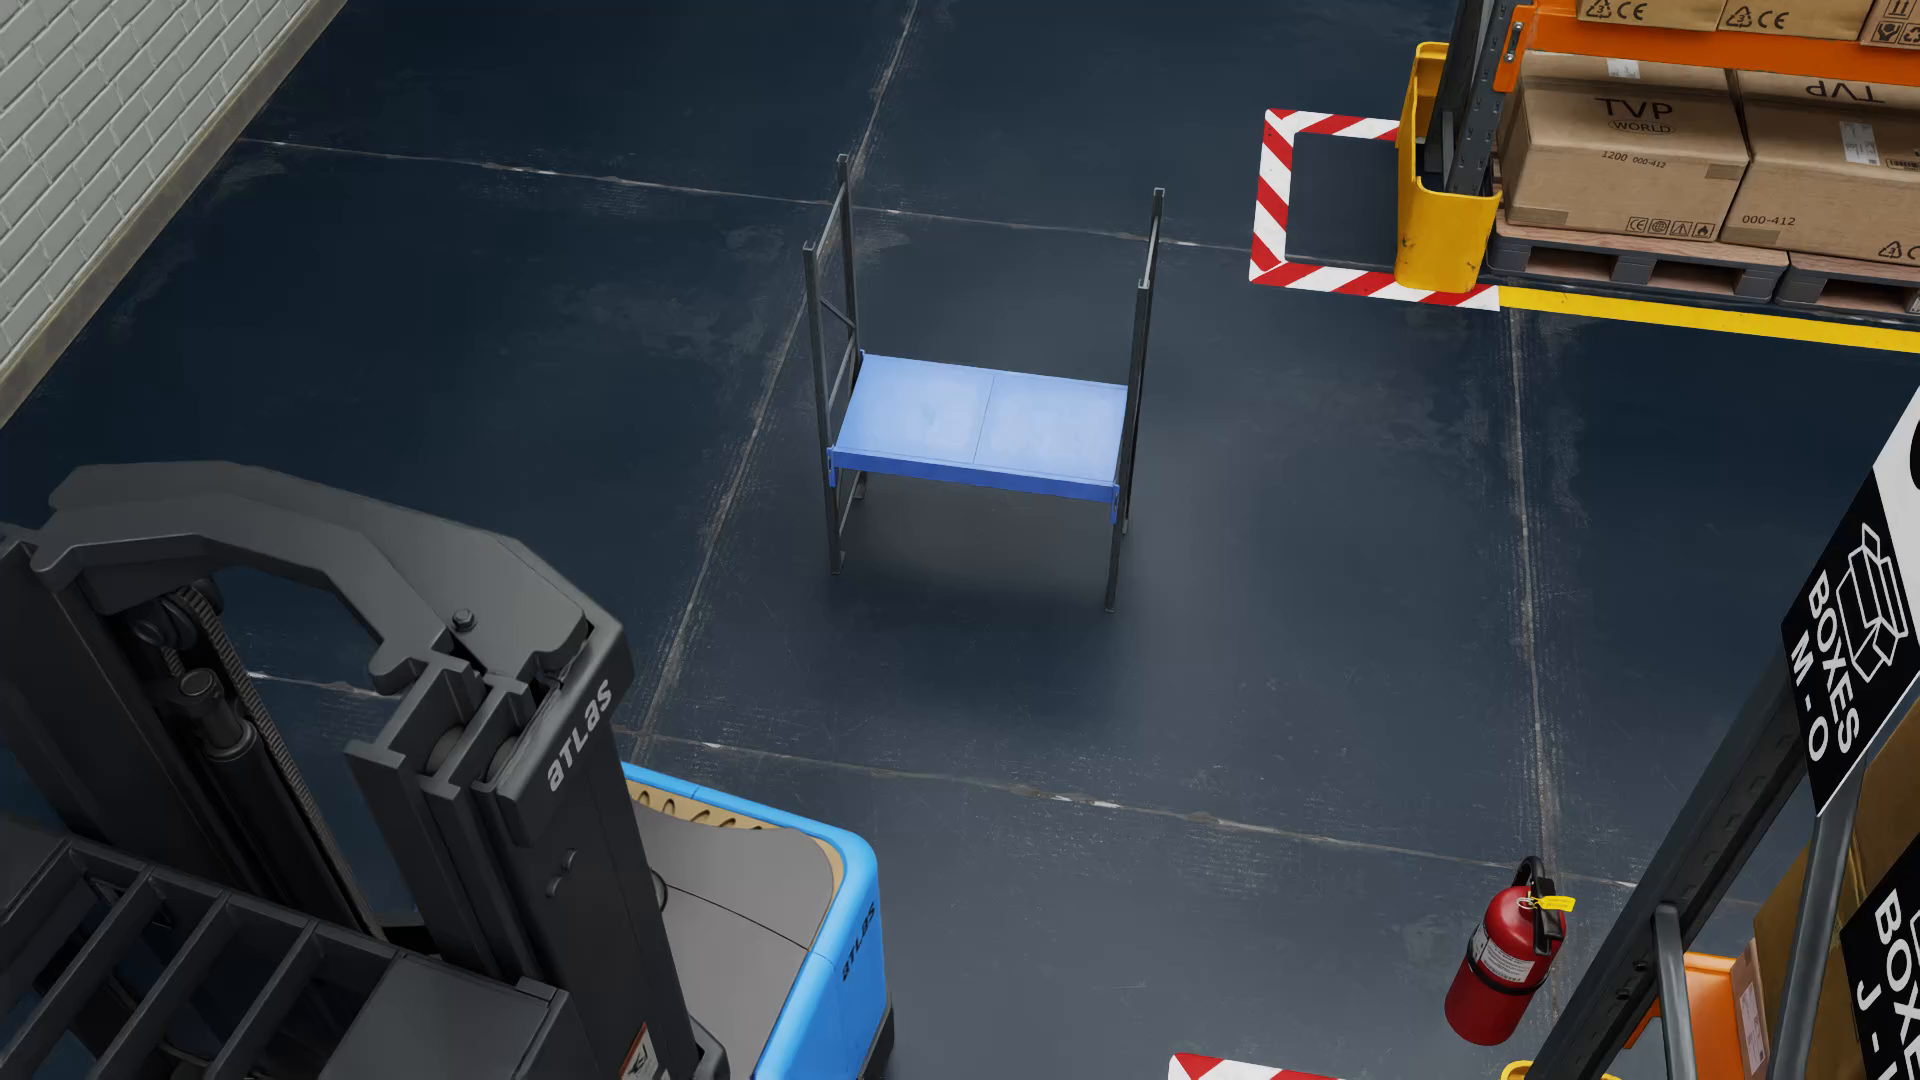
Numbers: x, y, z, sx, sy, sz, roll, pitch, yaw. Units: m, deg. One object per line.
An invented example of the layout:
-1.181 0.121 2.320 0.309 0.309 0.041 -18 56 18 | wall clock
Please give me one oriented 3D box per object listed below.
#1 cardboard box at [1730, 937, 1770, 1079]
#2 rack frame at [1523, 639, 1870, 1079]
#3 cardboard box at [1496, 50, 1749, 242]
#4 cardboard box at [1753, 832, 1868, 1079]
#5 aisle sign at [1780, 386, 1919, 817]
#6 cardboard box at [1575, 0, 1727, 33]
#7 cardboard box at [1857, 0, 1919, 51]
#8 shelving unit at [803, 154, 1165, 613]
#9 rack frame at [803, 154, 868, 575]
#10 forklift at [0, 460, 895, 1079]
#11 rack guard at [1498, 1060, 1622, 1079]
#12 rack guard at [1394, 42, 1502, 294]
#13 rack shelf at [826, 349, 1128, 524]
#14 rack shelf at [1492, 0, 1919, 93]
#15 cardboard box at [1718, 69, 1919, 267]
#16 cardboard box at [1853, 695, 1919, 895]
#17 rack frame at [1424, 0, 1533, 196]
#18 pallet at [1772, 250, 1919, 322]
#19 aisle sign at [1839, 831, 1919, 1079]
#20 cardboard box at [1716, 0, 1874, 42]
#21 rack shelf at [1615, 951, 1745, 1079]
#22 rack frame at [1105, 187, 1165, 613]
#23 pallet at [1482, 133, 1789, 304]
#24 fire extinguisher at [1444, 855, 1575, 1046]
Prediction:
1.778 1.048 3.461 0.250 0.149 0.380 8 49 7 | cardboard box
1.406 1.130 3.218 0.053 2.616 0.949 8 49 7 | rack frame
2.855 -1.779 7.272 0.875 0.438 0.875 6 48 6 | cardboard box
1.895 0.866 3.188 0.500 0.500 0.500 9 49 8 | cardboard box
1.388 0.029 2.459 0.004 0.787 0.394 8 49 7 | aisle sign
2.609 -2.269 6.205 0.500 0.500 0.500 7 48 7 | cardboard box
3.609 -2.142 6.091 0.500 0.500 0.500 7 48 7 | cardboard box
0.084 -0.490 5.682 1.048 1.500 0.538 8 49 7 | shelving unit
-0.416 -0.557 5.742 0.032 1.500 0.500 8 49 7 | rack frame
-1.160 1.402 3.020 1.130 2.935 3.031 15 50 13 | forklift
1.481 1.973 4.141 0.348 0.500 1.175 8 49 7 | rack guard
2.164 -1.677 7.421 0.348 0.500 1.175 8 49 7 | rack guard
0.084 -0.370 5.816 1.000 0.185 0.538 8 49 7 | rack shelf
4.156 -2.004 6.518 4.000 0.370 1.077 8 49 7 | rack shelf
3.757 -1.664 7.169 0.875 0.438 0.875 9 49 8 | cardboard box
1.901 0.539 2.810 0.500 0.500 0.500 7 48 6 | cardboard box
2.188 -2.509 6.488 0.127 3.000 1.000 8 49 7 | rack frame
4.185 -1.366 7.335 1.213 0.211 1.003 8 49 7 | pallet
1.281 0.468 2.065 0.004 0.787 0.394 8 49 7 | aisle sign
3.112 -2.222 6.163 0.500 0.500 0.500 7 48 6 | cardboard box
3.375 1.632 3.250 4.000 0.370 1.077 8 49 7 | rack shelf
0.584 -0.423 5.622 0.032 1.500 0.500 8 49 7 | rack frame
2.988 -1.529 7.482 1.213 0.211 1.003 8 49 7 | pallet
1.241 0.907 3.721 0.183 0.674 0.296 8 49 7 | fire extinguisher
